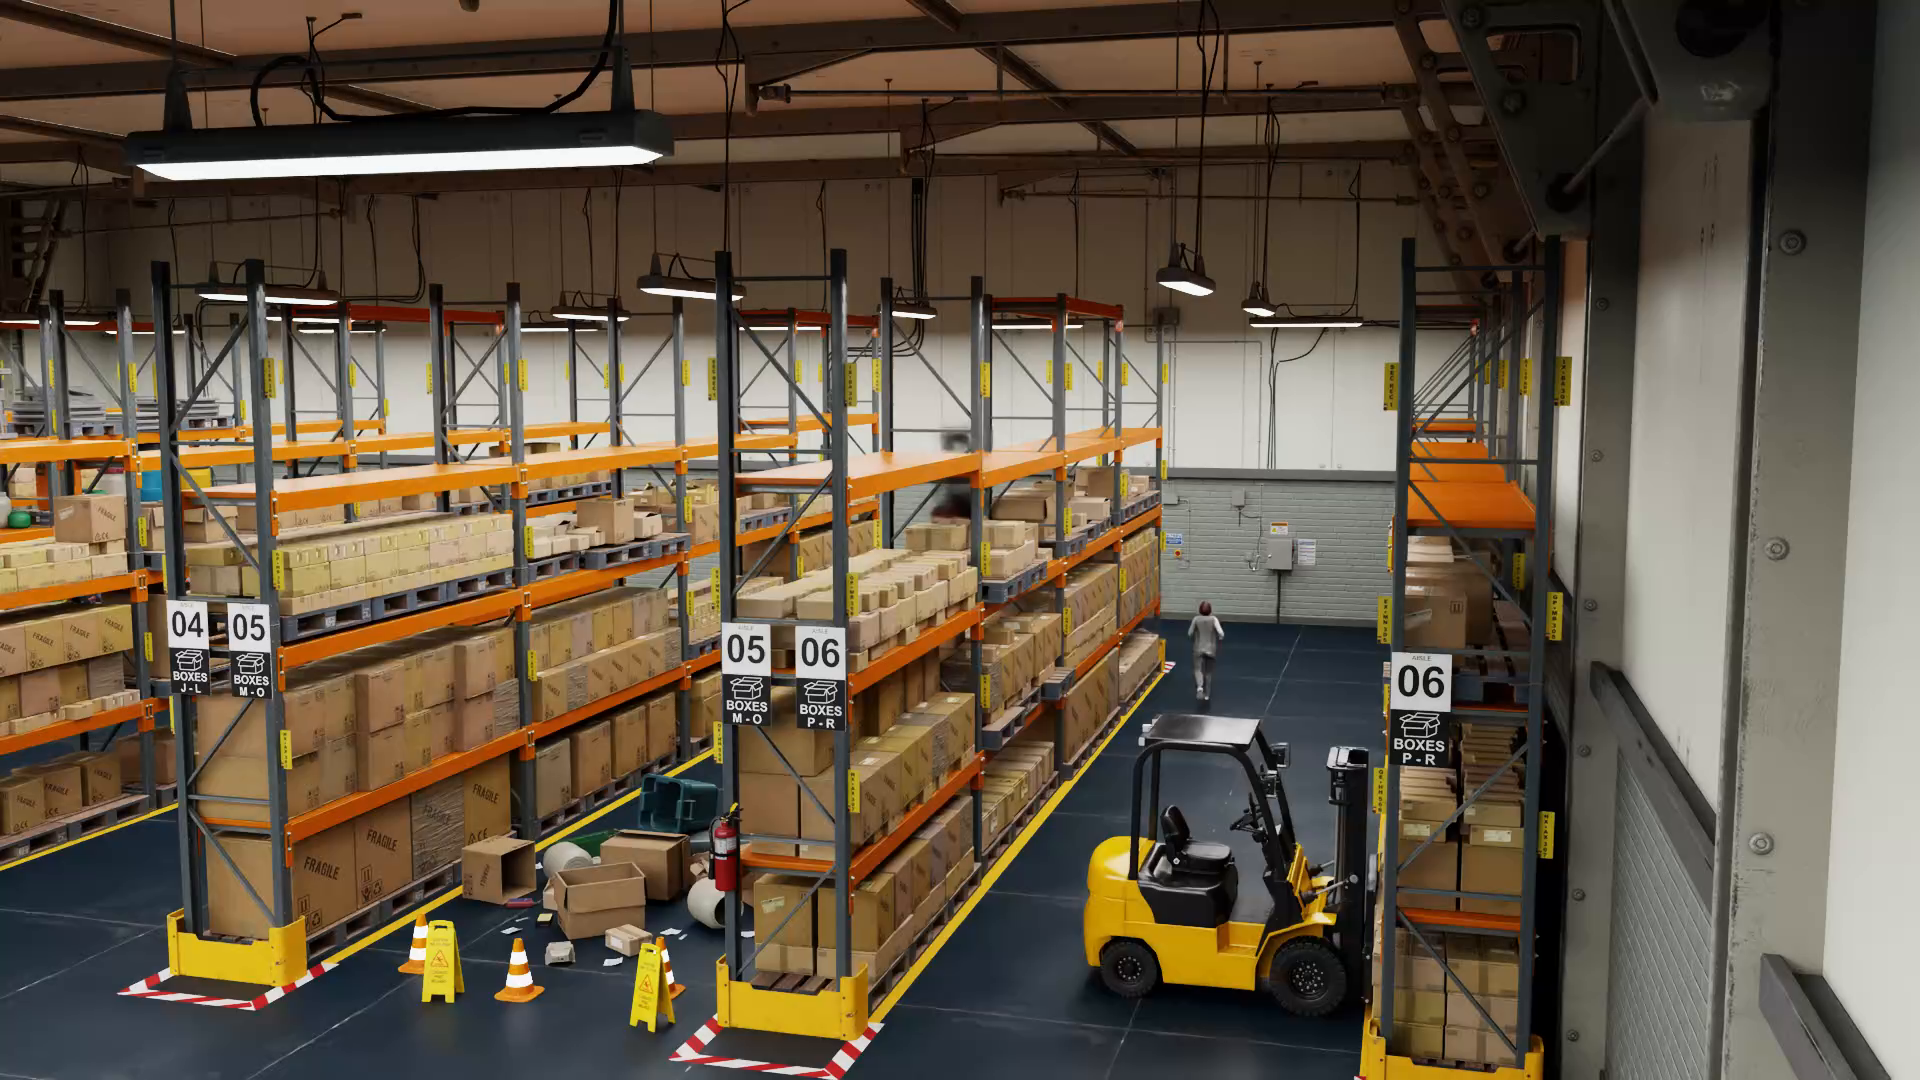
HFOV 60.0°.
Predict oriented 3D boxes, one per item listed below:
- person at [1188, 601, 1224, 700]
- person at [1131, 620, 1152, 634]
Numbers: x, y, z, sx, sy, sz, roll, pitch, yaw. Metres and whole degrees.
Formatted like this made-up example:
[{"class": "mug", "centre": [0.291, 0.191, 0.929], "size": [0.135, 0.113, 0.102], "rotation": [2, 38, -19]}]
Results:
[{"class": "person", "centre": [3.734, 1.700, 25.299], "size": [0.546, 1.572, 0.841], "rotation": [1, 6, 8]}, {"class": "person", "centre": [3.161, 1.215, 29.482], "size": [0.867, 1.690, 0.696], "rotation": [6, 8, 43]}]
